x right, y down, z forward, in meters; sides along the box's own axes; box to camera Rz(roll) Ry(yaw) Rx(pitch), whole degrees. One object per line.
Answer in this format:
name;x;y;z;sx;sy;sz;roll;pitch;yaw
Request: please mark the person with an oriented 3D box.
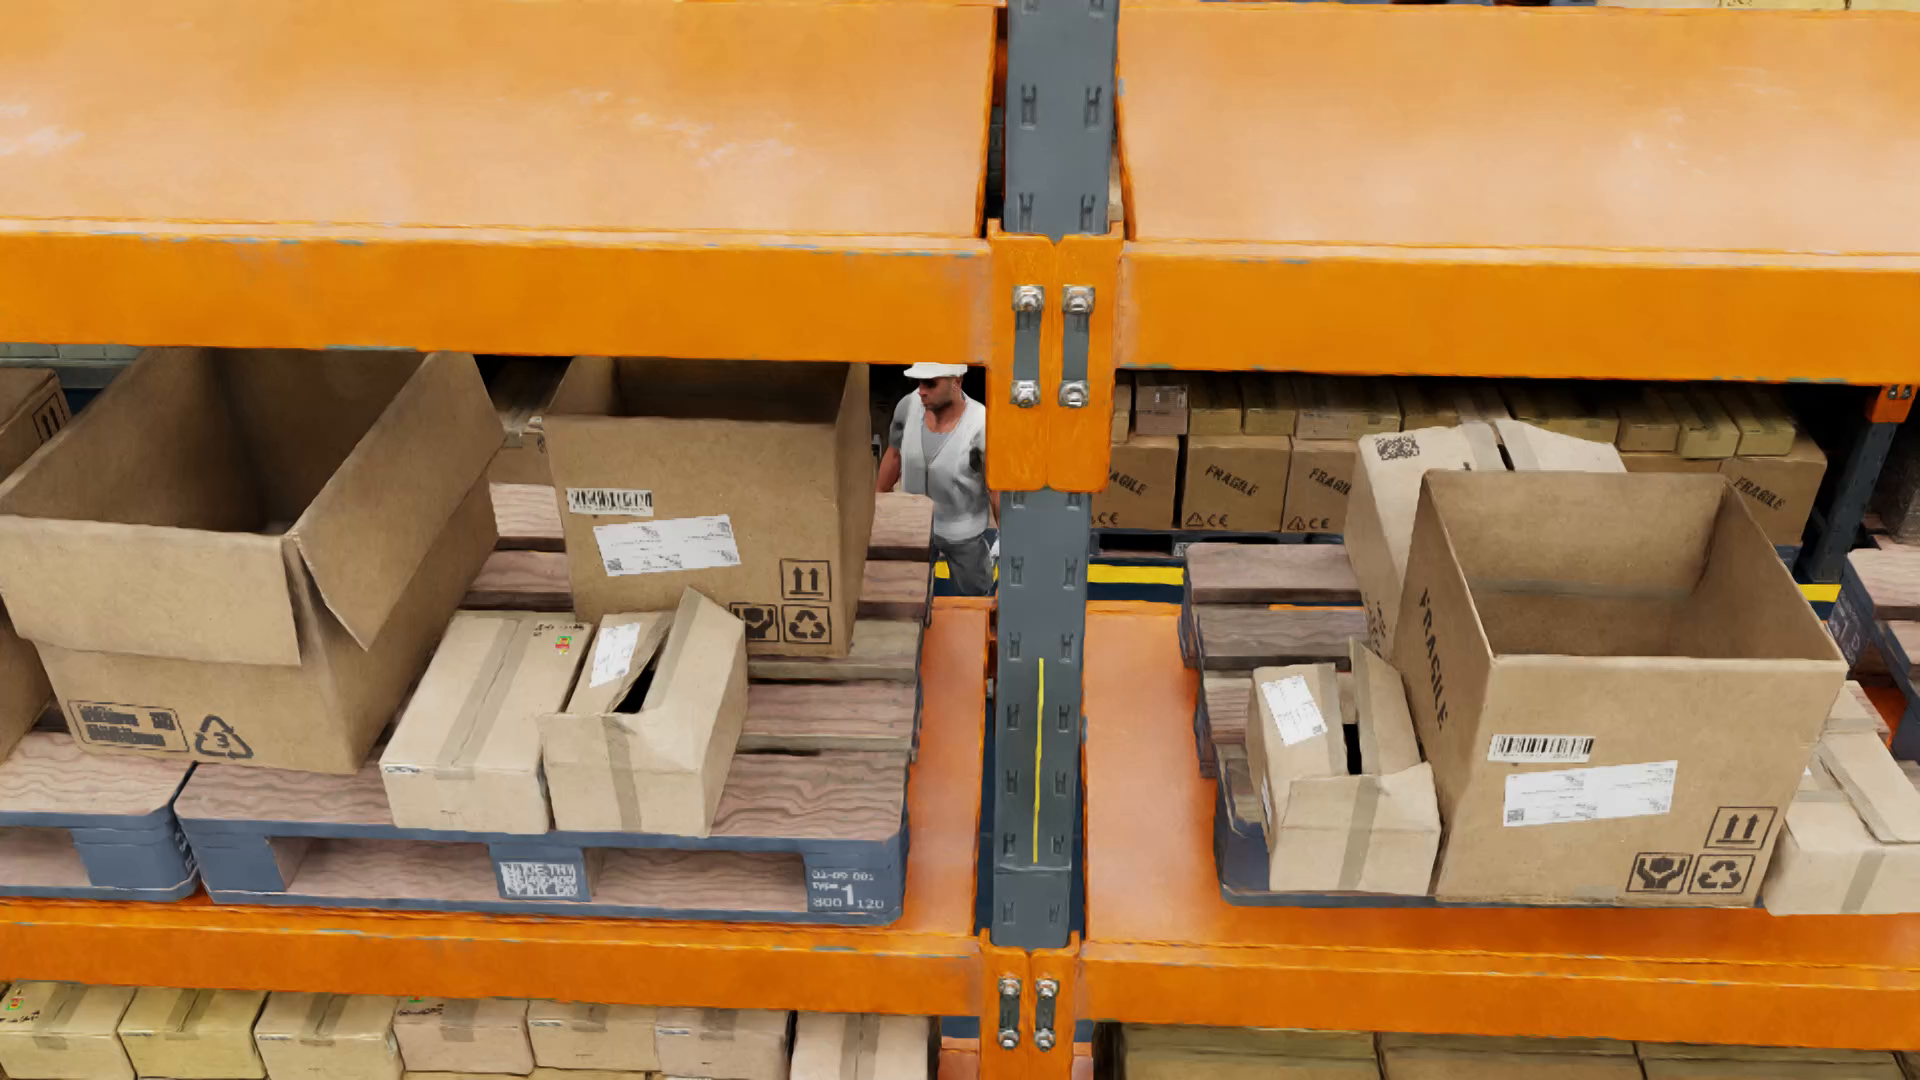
person;-0.131;-0.028;7.096;0.755;1.783;0.610;14;38;19
